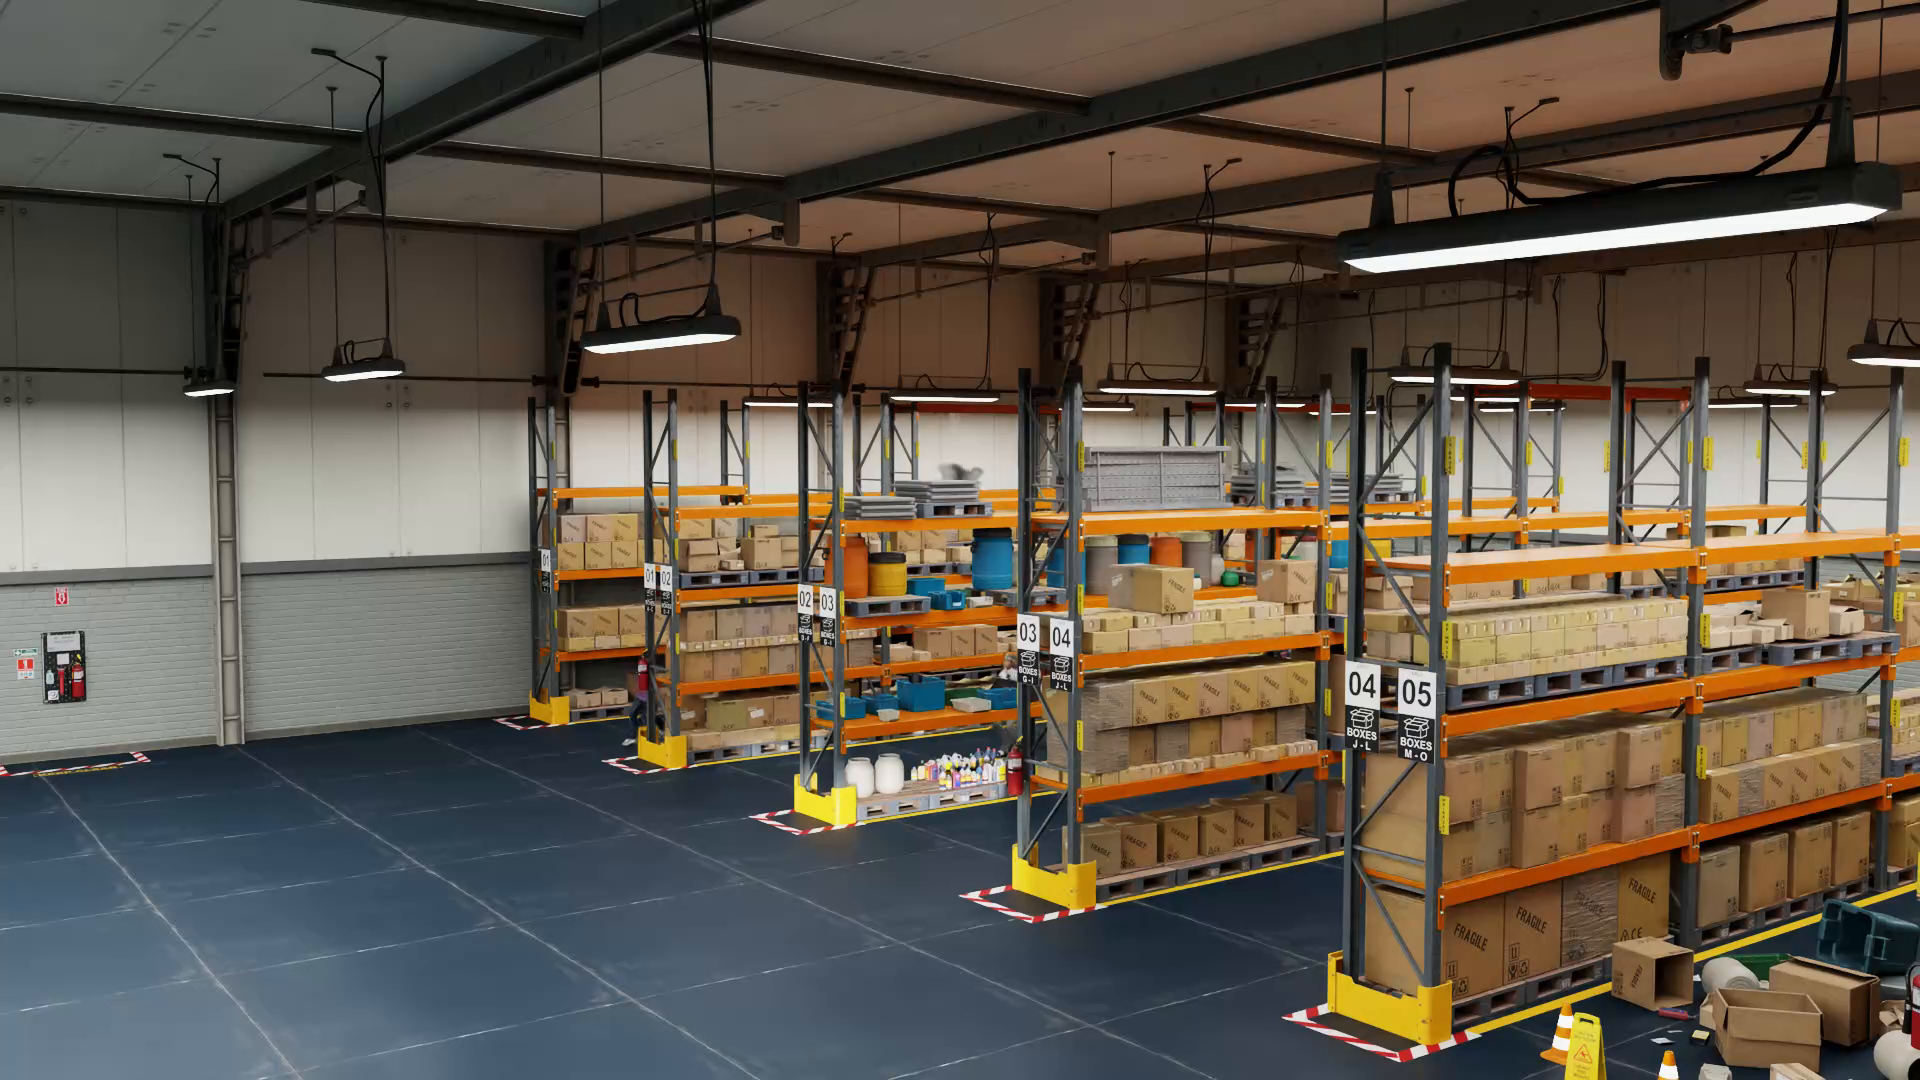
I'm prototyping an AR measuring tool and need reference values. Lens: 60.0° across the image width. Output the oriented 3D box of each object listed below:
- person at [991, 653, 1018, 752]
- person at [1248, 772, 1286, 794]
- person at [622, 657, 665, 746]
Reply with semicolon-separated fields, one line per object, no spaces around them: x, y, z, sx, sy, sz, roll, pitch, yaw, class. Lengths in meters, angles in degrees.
0.742;2.705;27.480;0.600;1.687;0.596;-3;5;-45;person
4.304;2.915;23.290;0.605;1.756;0.775;3;5;42;person
-5.320;2.700;28.311;0.851;1.580;0.575;-3;4;-41;person
